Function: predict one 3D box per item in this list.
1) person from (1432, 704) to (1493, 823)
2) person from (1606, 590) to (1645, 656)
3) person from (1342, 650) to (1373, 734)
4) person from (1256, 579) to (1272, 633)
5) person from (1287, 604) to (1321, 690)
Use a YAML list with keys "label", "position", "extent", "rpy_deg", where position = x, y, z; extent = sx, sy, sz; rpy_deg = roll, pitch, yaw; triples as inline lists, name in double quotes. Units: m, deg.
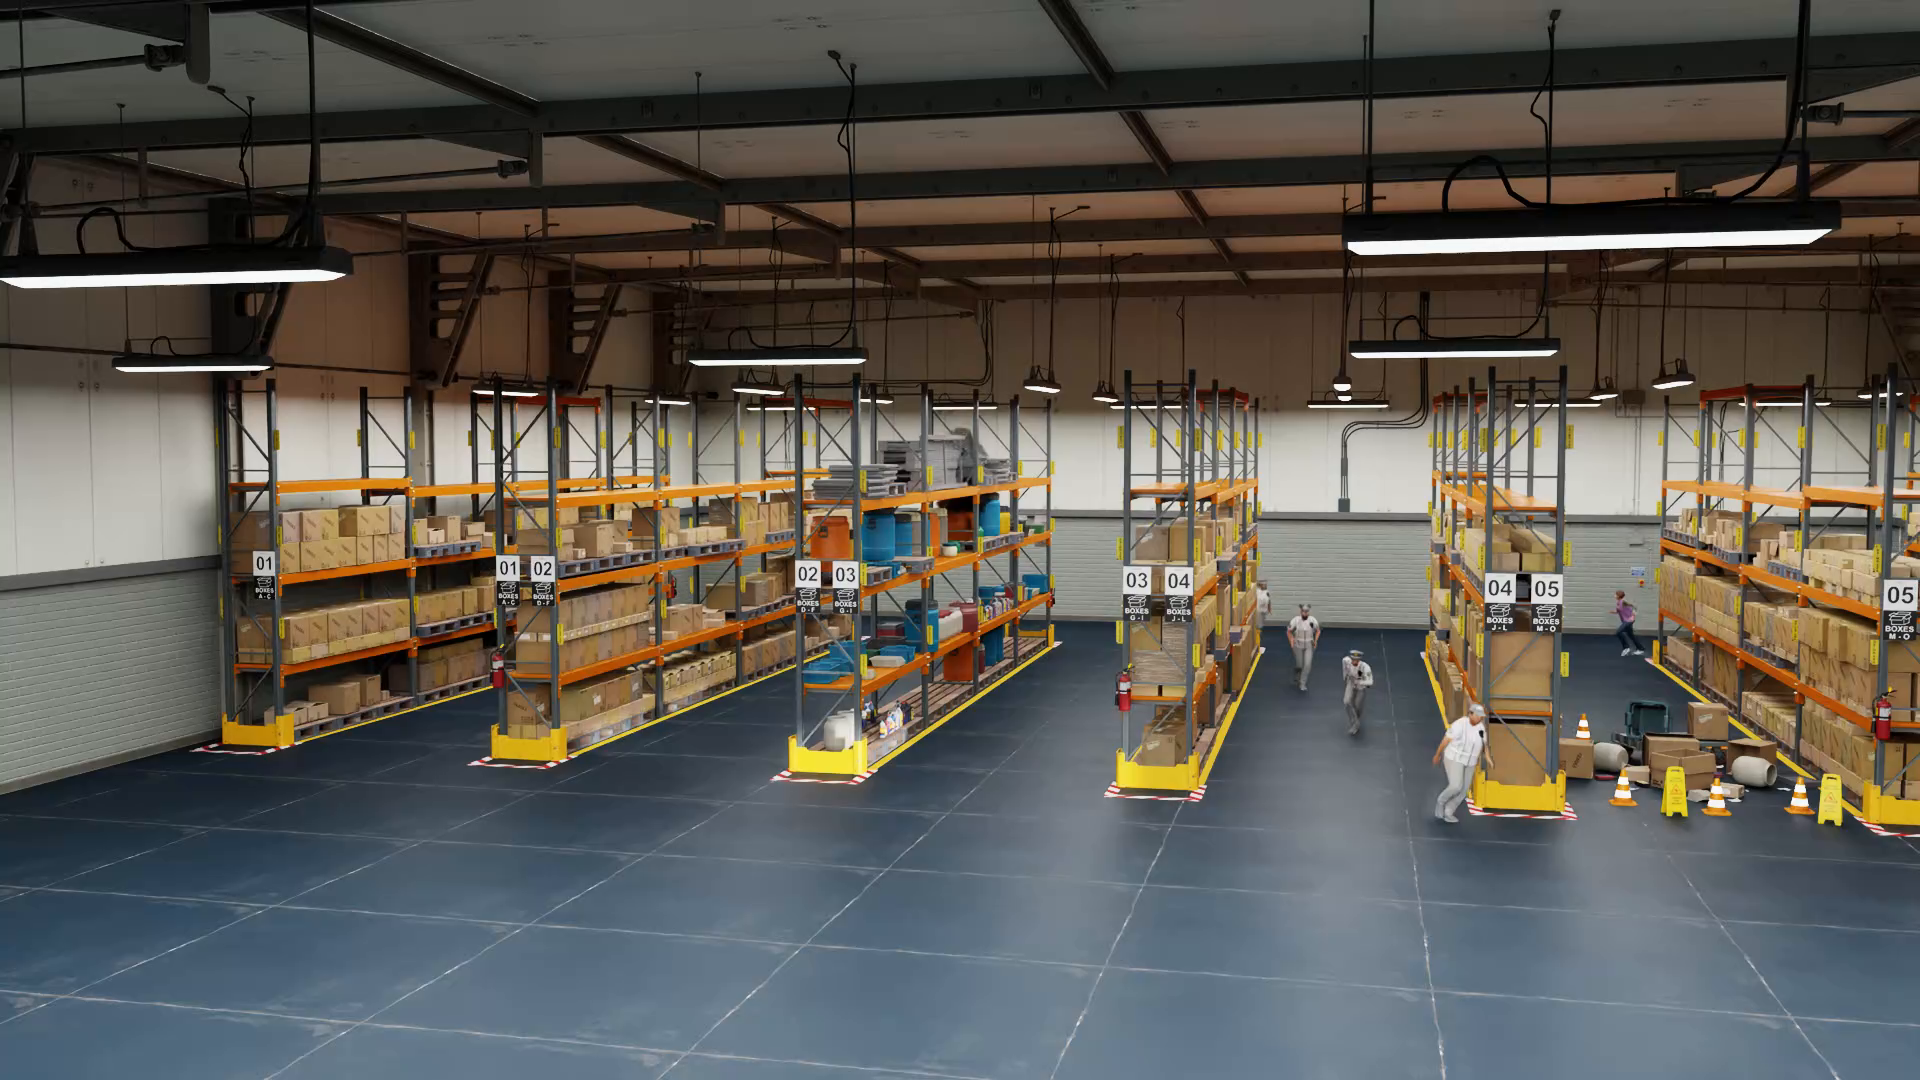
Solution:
- label: "person"
  position: [6.584, 2.909, 21.671]
  extent: [0.613, 1.586, 0.691]
  rpy_deg: [-1, 4, -19]
- label: "person"
  position: [15.488, 1.917, 38.657]
  extent: [0.886, 1.526, 0.545]
  rpy_deg: [0, 3, 5]
- label: "person"
  position: [6.845, 2.581, 28.580]
  extent: [0.592, 1.457, 1.079]
  rpy_deg: [2, 4, 24]
- label: "person"
  position: [7.269, 1.770, 40.360]
  extent: [0.540, 1.689, 0.592]
  rpy_deg: [-2, 4, -29]
- label: "person"
  position: [6.947, 2.134, 33.583]
  extent: [0.668, 1.741, 0.681]
  rpy_deg: [0, 3, 0]
